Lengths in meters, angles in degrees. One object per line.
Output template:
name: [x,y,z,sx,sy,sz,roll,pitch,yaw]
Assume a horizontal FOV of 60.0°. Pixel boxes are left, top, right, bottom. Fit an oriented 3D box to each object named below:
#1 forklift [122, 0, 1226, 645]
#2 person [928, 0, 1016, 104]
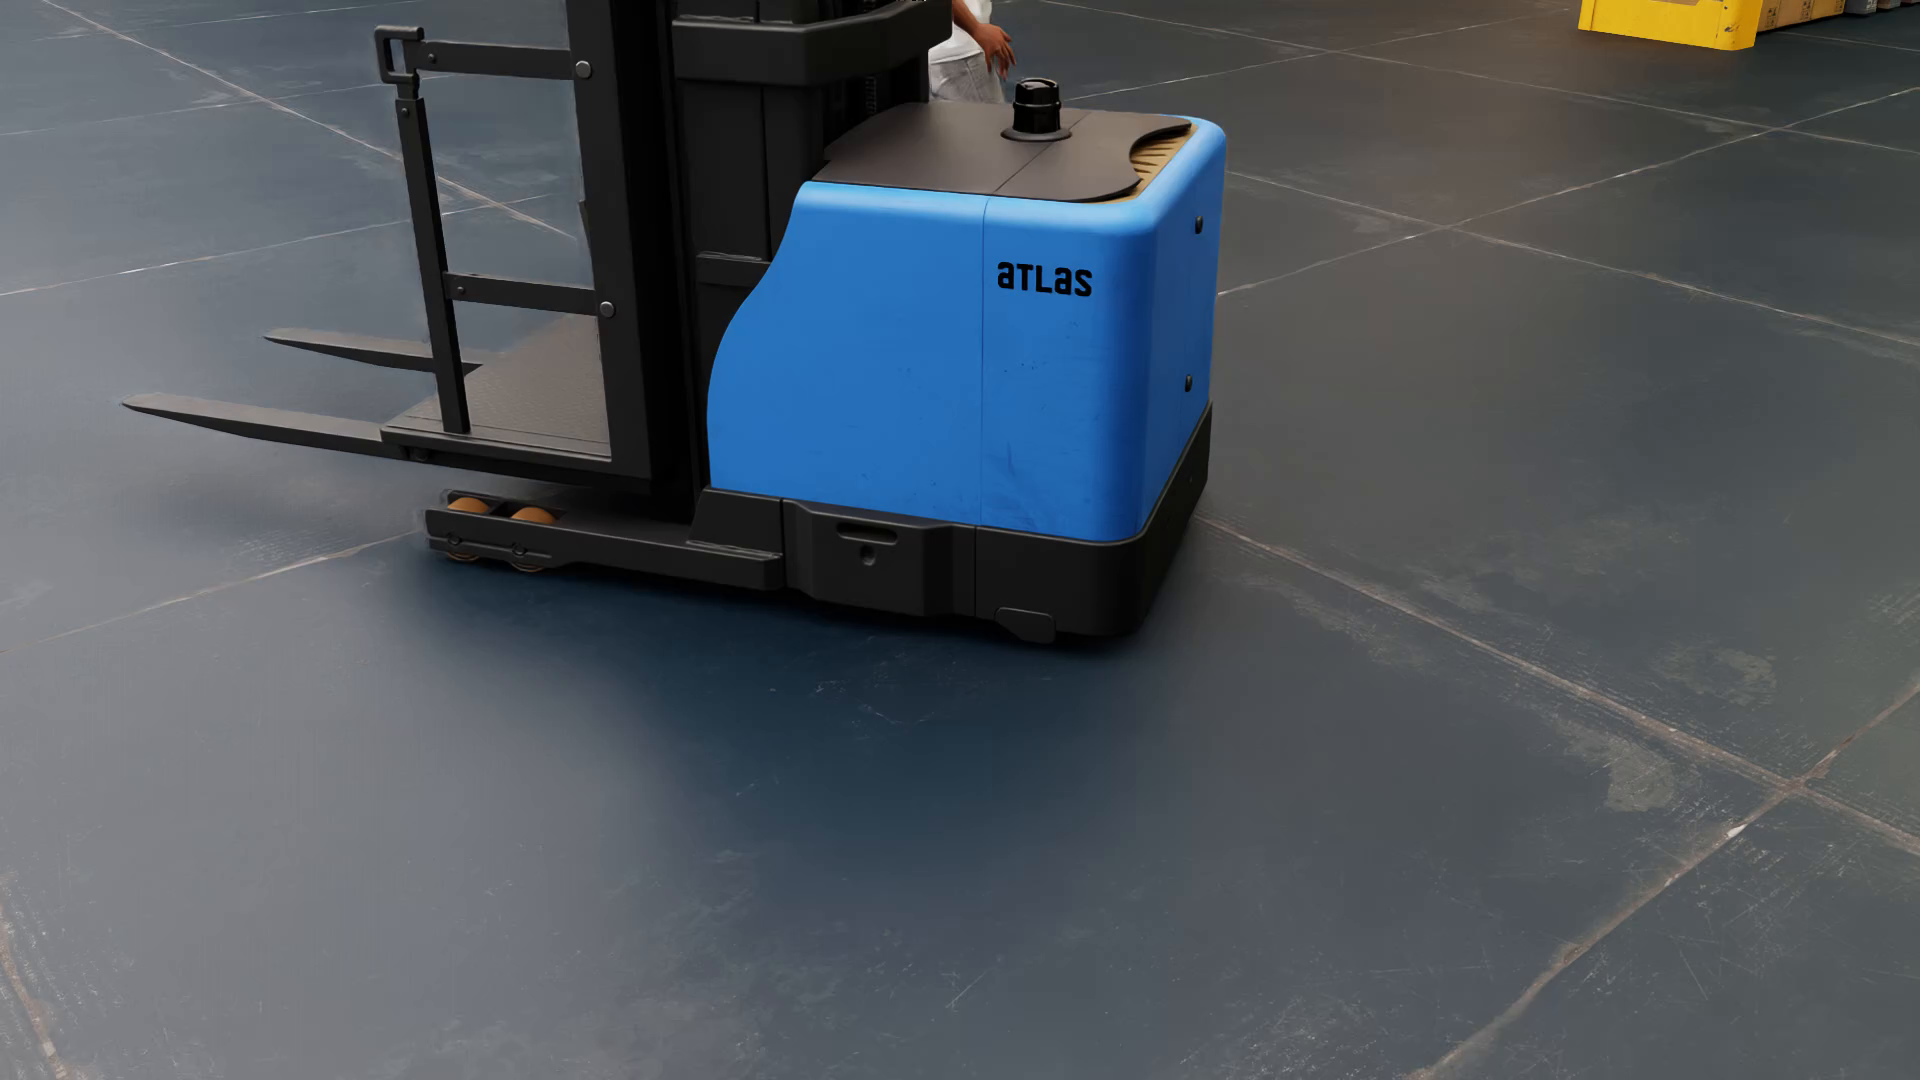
forklift: [-0.879,-1.441,4.108,3.031,2.935,1.130,8,28,16]
person: [0.060,-1.833,6.261,0.510,1.727,0.778,-1,26,-2]
